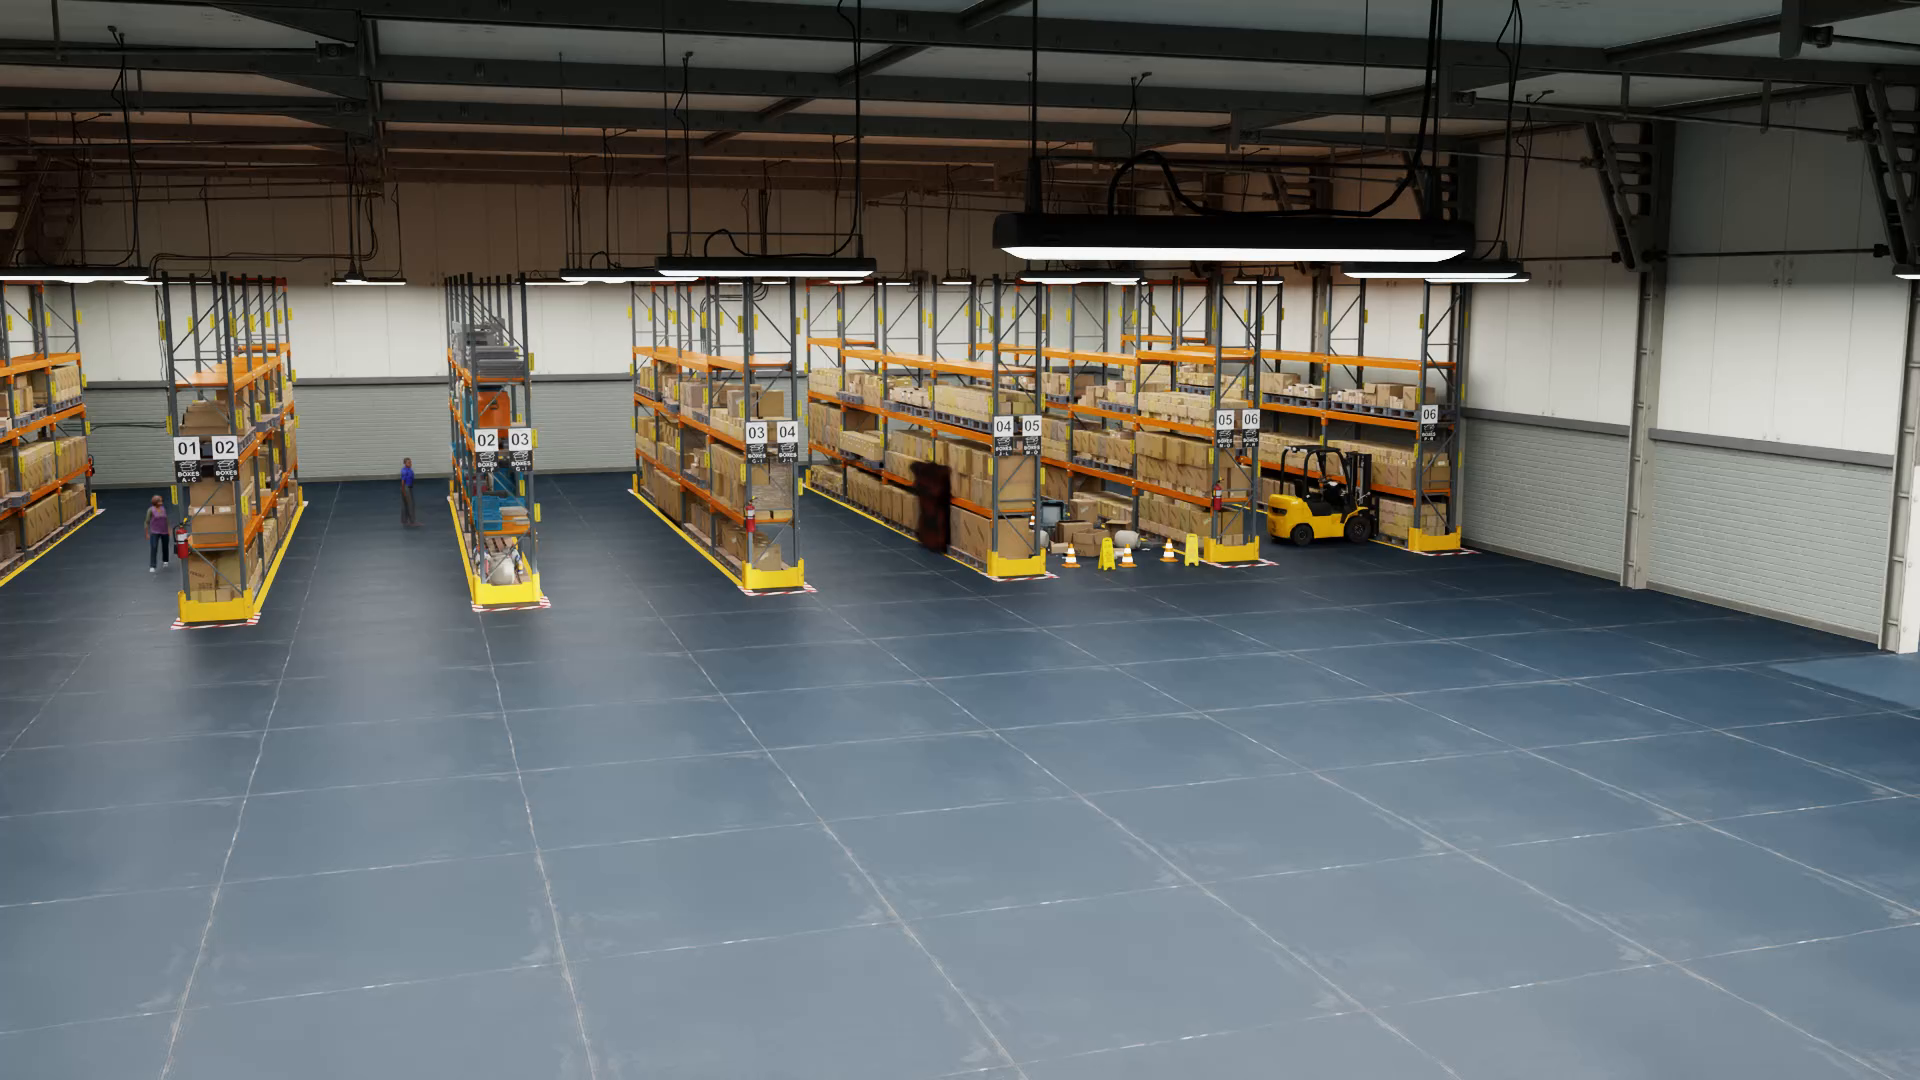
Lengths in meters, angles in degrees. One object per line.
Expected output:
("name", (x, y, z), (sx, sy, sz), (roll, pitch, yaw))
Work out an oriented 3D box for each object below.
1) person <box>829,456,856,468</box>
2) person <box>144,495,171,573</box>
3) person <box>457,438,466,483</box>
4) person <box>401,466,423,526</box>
("person", (-3.668, -2.776, 50.649), (1.049, 1.732, 0.680), (-8, 12, -44))
("person", (-16.332, -0.140, 33.842), (0.470, 1.523, 0.938), (-5, 10, -29))
("person", (-14.278, -2.334, 48.007), (0.668, 1.647, 0.487), (0, 9, 3))
("person", (-13.334, -1.078, 40.396), (0.542, 1.458, 0.470), (-2, 9, -10))
